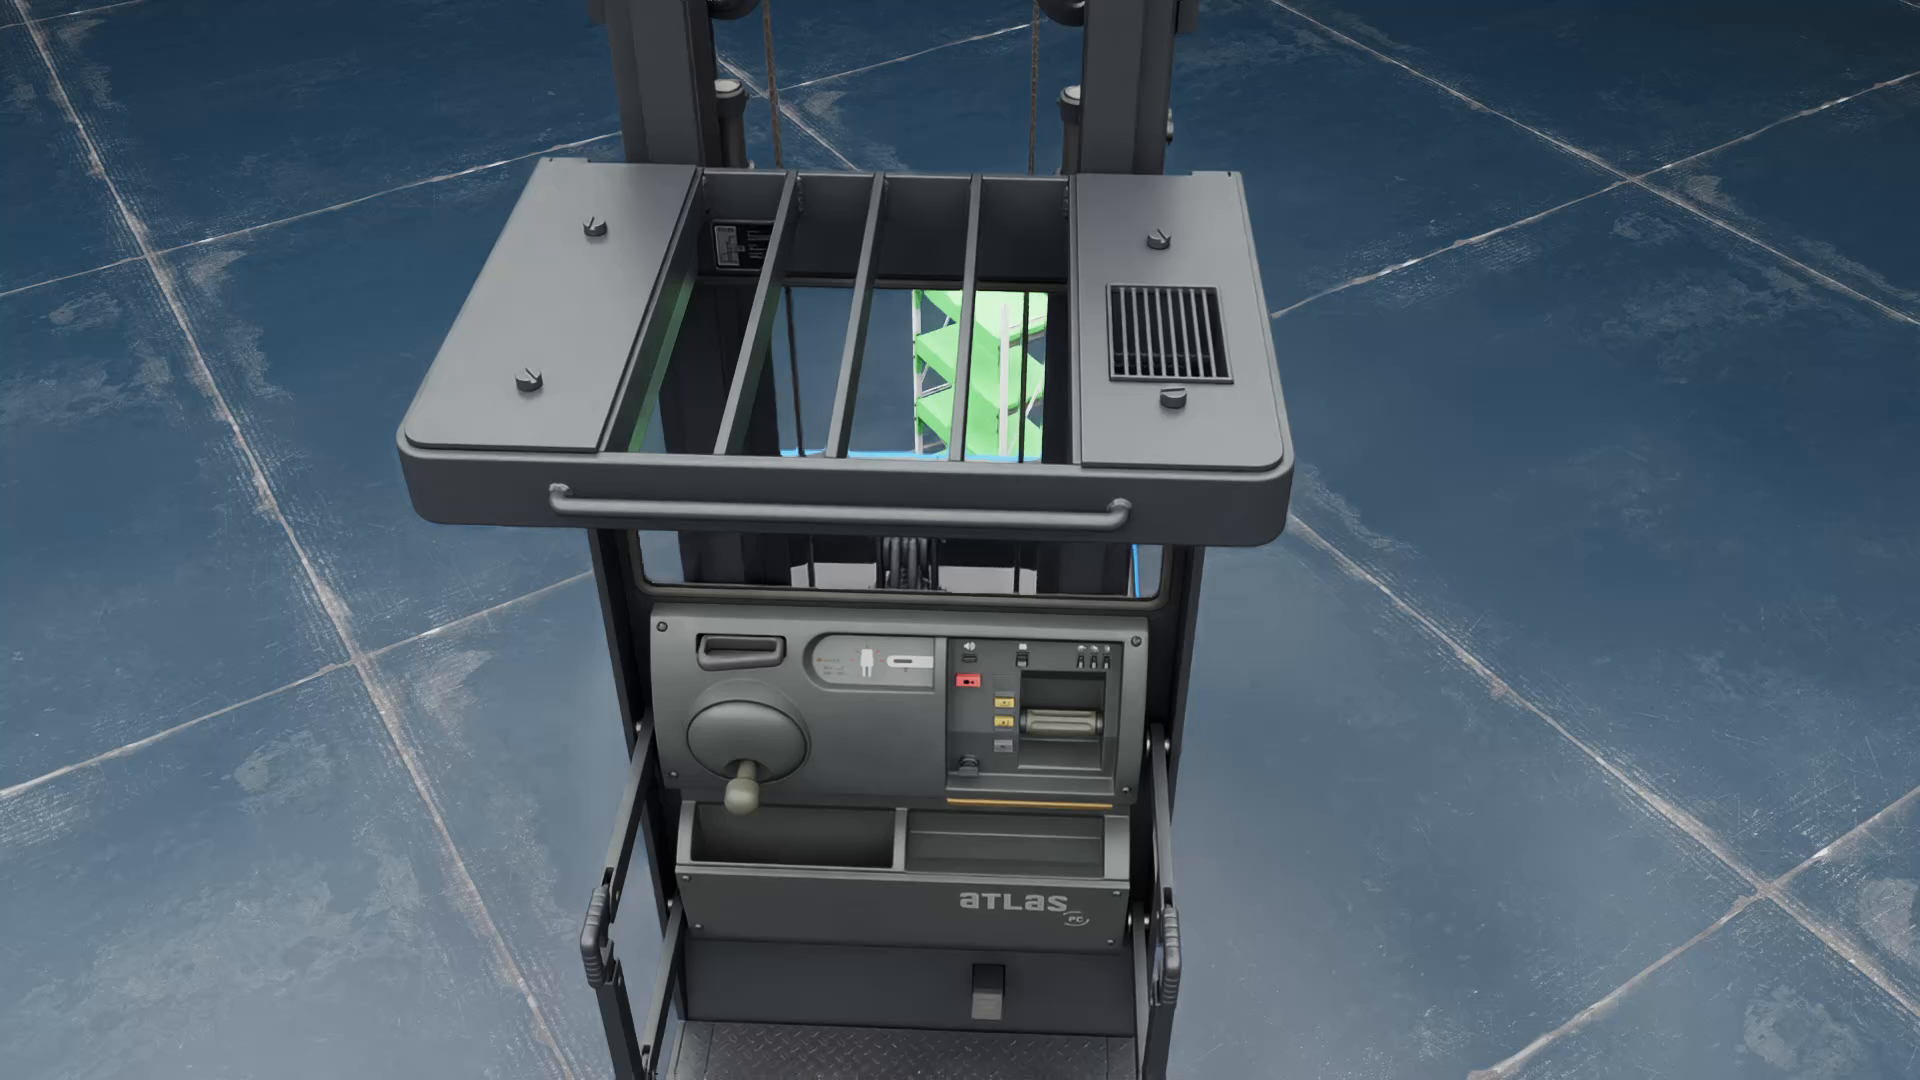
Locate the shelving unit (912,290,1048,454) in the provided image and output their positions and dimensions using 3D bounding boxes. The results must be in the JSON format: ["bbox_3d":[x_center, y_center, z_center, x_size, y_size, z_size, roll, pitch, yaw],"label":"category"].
[{"bbox_3d":[0.089,-0.372,5.259,0.258,1.200,0.503,-22,45,-24],"label":"shelving unit"}]

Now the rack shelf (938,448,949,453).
[{"bbox_3d":[0.089,-0.138,5.453,0.258,0.148,0.480,-22,45,-24],"label":"rack shelf"}]

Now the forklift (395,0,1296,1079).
[{"bbox_3d":[-0.124,0.407,2.973,1.130,2.935,3.031,2,40,2],"label":"forklift"}]

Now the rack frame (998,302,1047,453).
[{"bbox_3d":[0.220,-0.240,5.101,0.240,1.200,0.015,-22,45,-24],"label":"rack frame"}]

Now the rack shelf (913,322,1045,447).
[{"bbox_3d":[0.089,-0.507,5.146,0.258,0.148,0.480,-22,45,-24],"label":"rack shelf"}]

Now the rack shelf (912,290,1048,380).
[{"bbox_3d":[0.089,-0.691,4.992,0.258,0.148,0.480,-22,45,-24],"label":"rack shelf"}]

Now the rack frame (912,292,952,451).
[{"bbox_3d":[-0.042,-0.503,5.417,0.240,1.200,0.015,-22,45,-24],"label":"rack frame"}]

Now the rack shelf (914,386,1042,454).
[{"bbox_3d":[0.089,-0.323,5.300,0.258,0.148,0.480,-22,45,-24],"label":"rack shelf"}]
